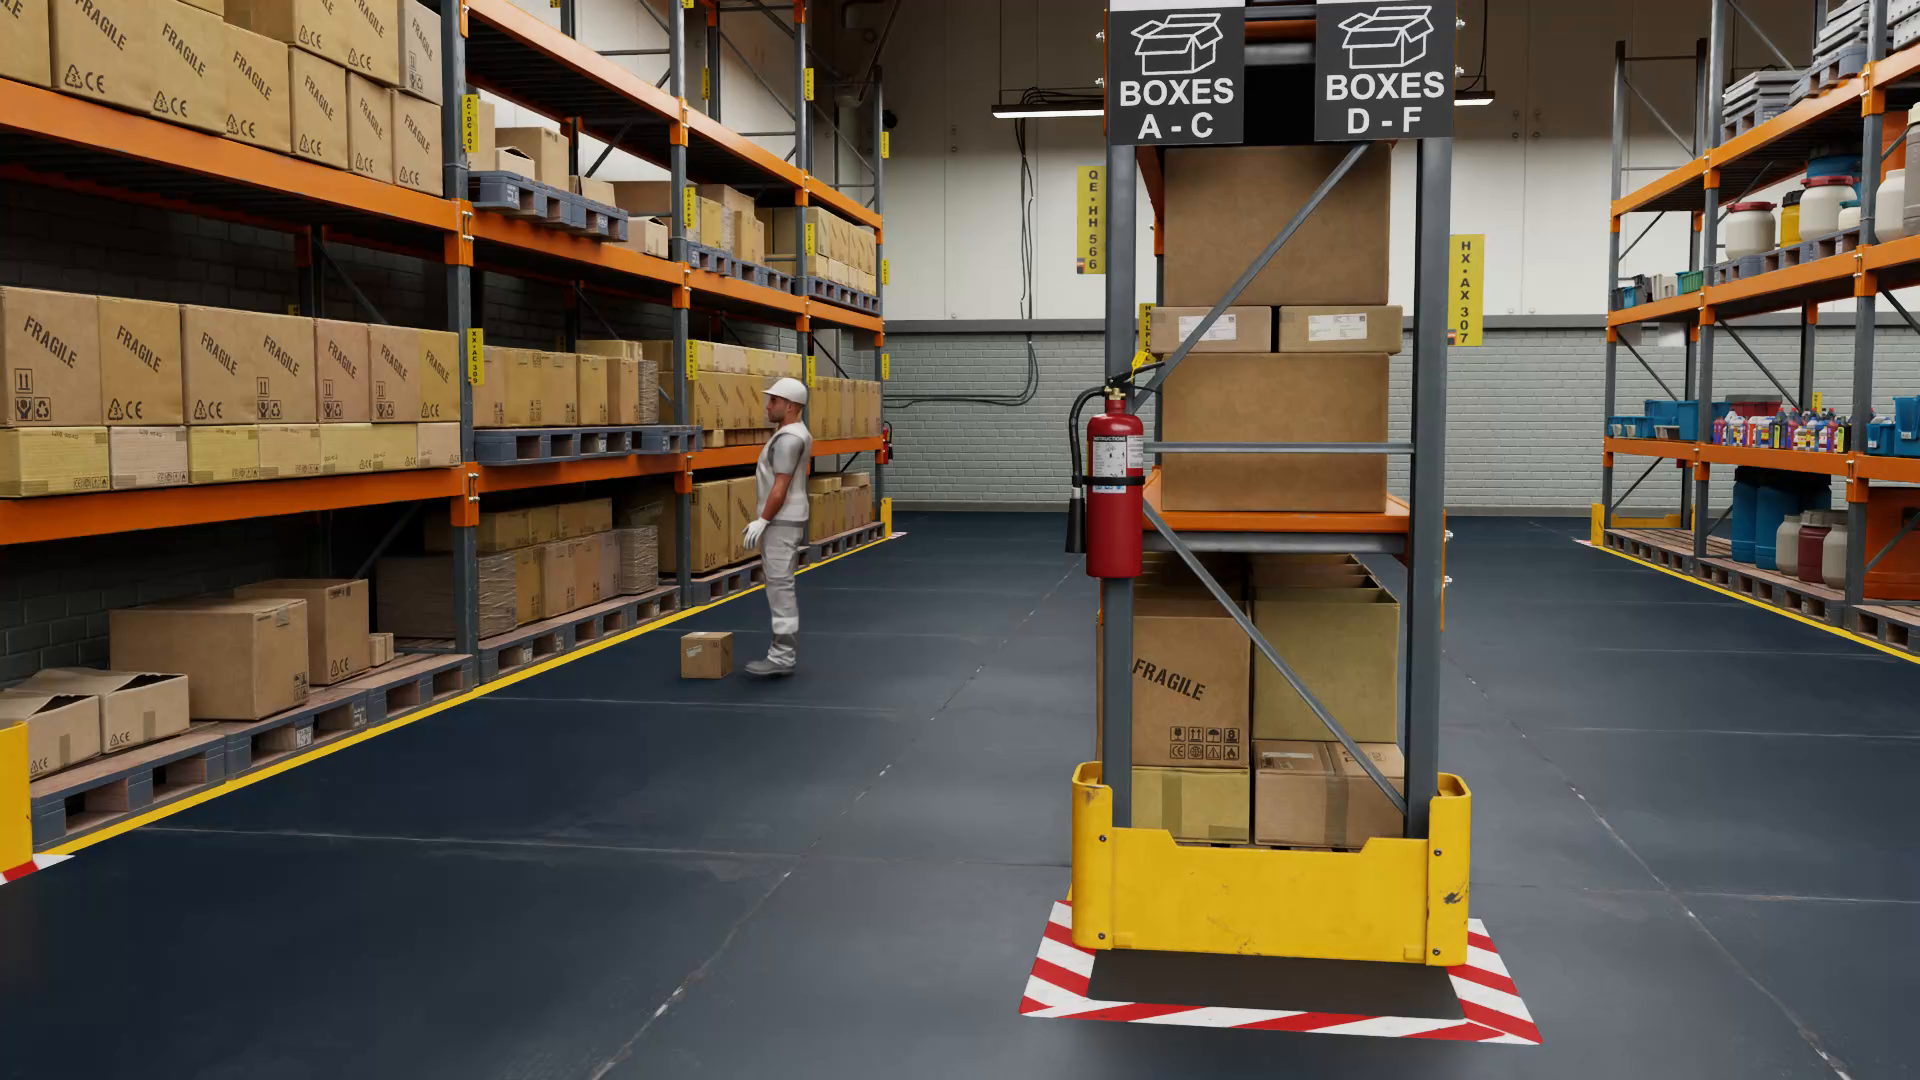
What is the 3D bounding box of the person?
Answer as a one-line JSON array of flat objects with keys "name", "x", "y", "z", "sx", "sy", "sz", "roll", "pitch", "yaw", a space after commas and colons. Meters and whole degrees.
[{"name": "person", "x": -1.117, "y": -0.079, "z": 10.102, "sx": 0.428, "sy": 1.805, "sz": 0.571, "roll": 0, "pitch": 4, "yaw": 3}]
